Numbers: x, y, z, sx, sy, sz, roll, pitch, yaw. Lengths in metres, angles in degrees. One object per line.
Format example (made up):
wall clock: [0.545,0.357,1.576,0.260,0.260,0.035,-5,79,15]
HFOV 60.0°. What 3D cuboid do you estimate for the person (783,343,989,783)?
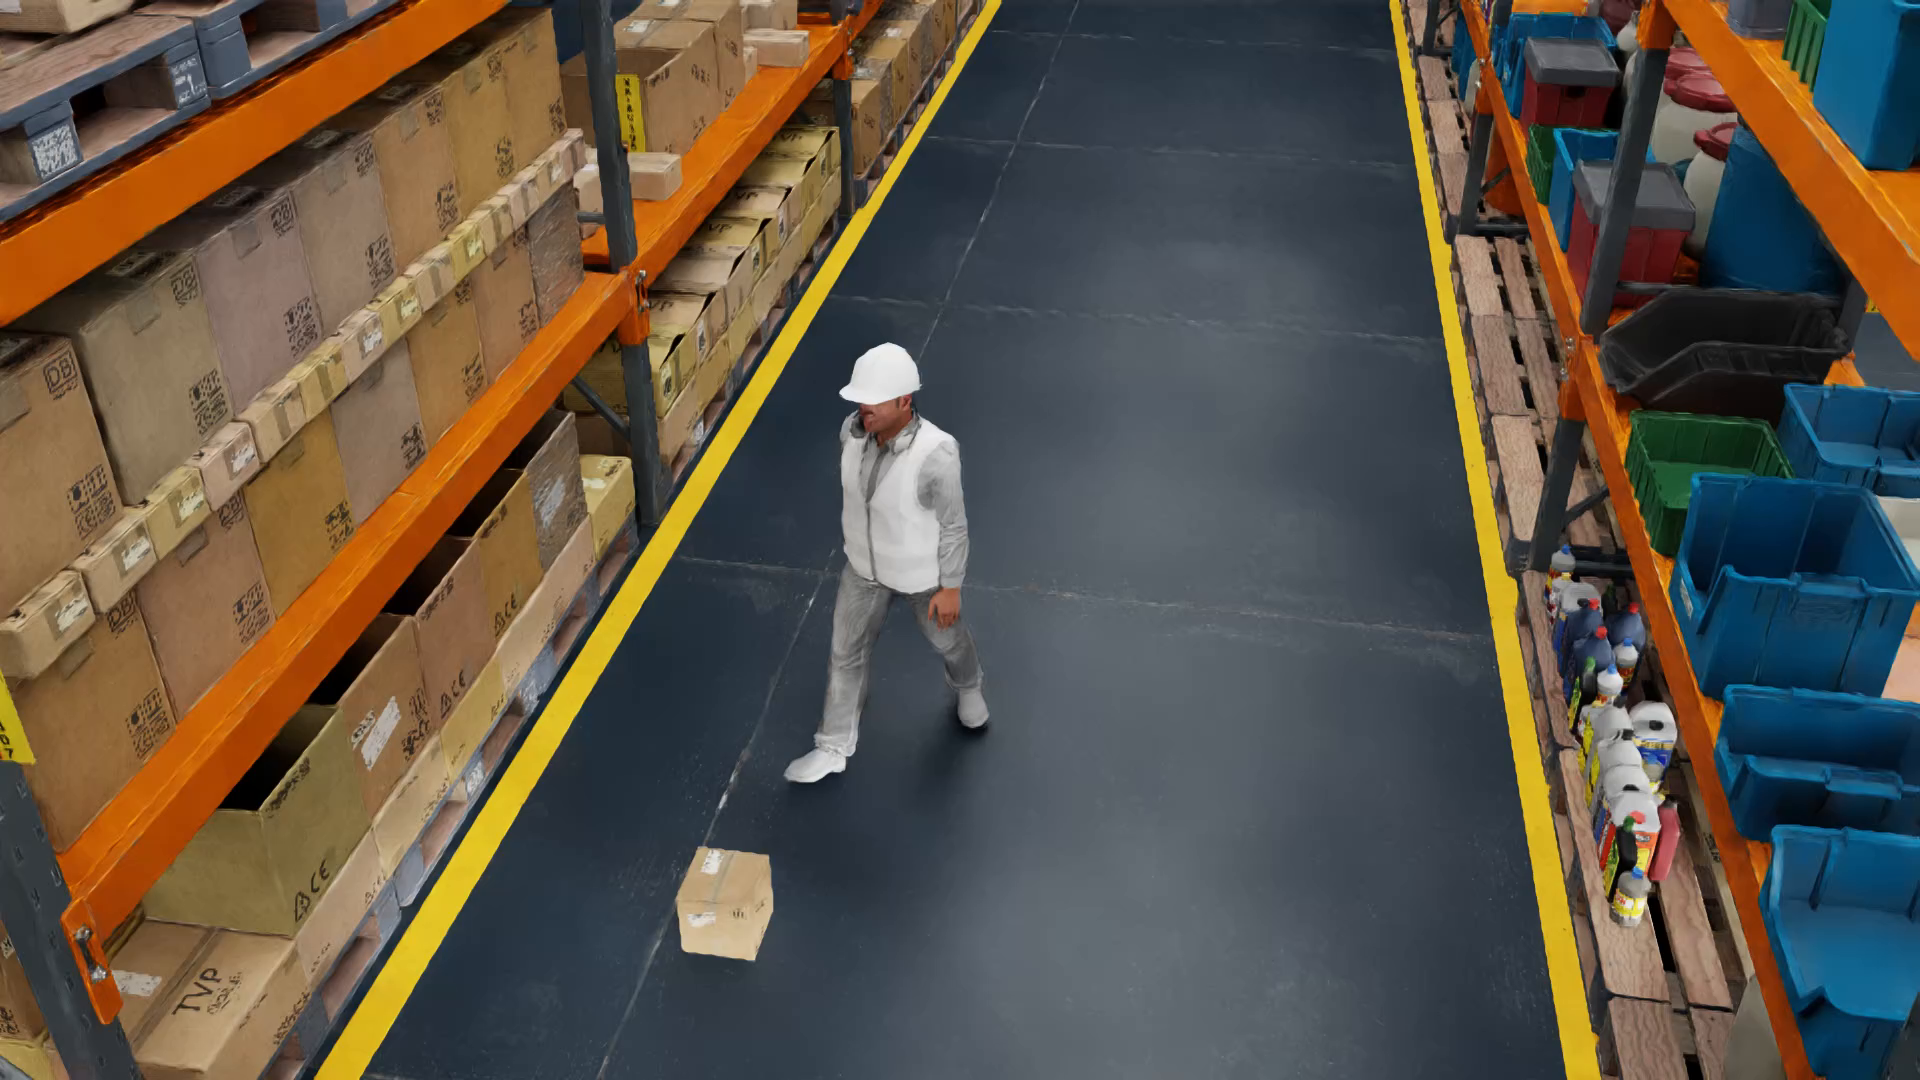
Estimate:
person: [-0.242,0.078,6.017,0.474,1.741,0.925,19,37,27]
